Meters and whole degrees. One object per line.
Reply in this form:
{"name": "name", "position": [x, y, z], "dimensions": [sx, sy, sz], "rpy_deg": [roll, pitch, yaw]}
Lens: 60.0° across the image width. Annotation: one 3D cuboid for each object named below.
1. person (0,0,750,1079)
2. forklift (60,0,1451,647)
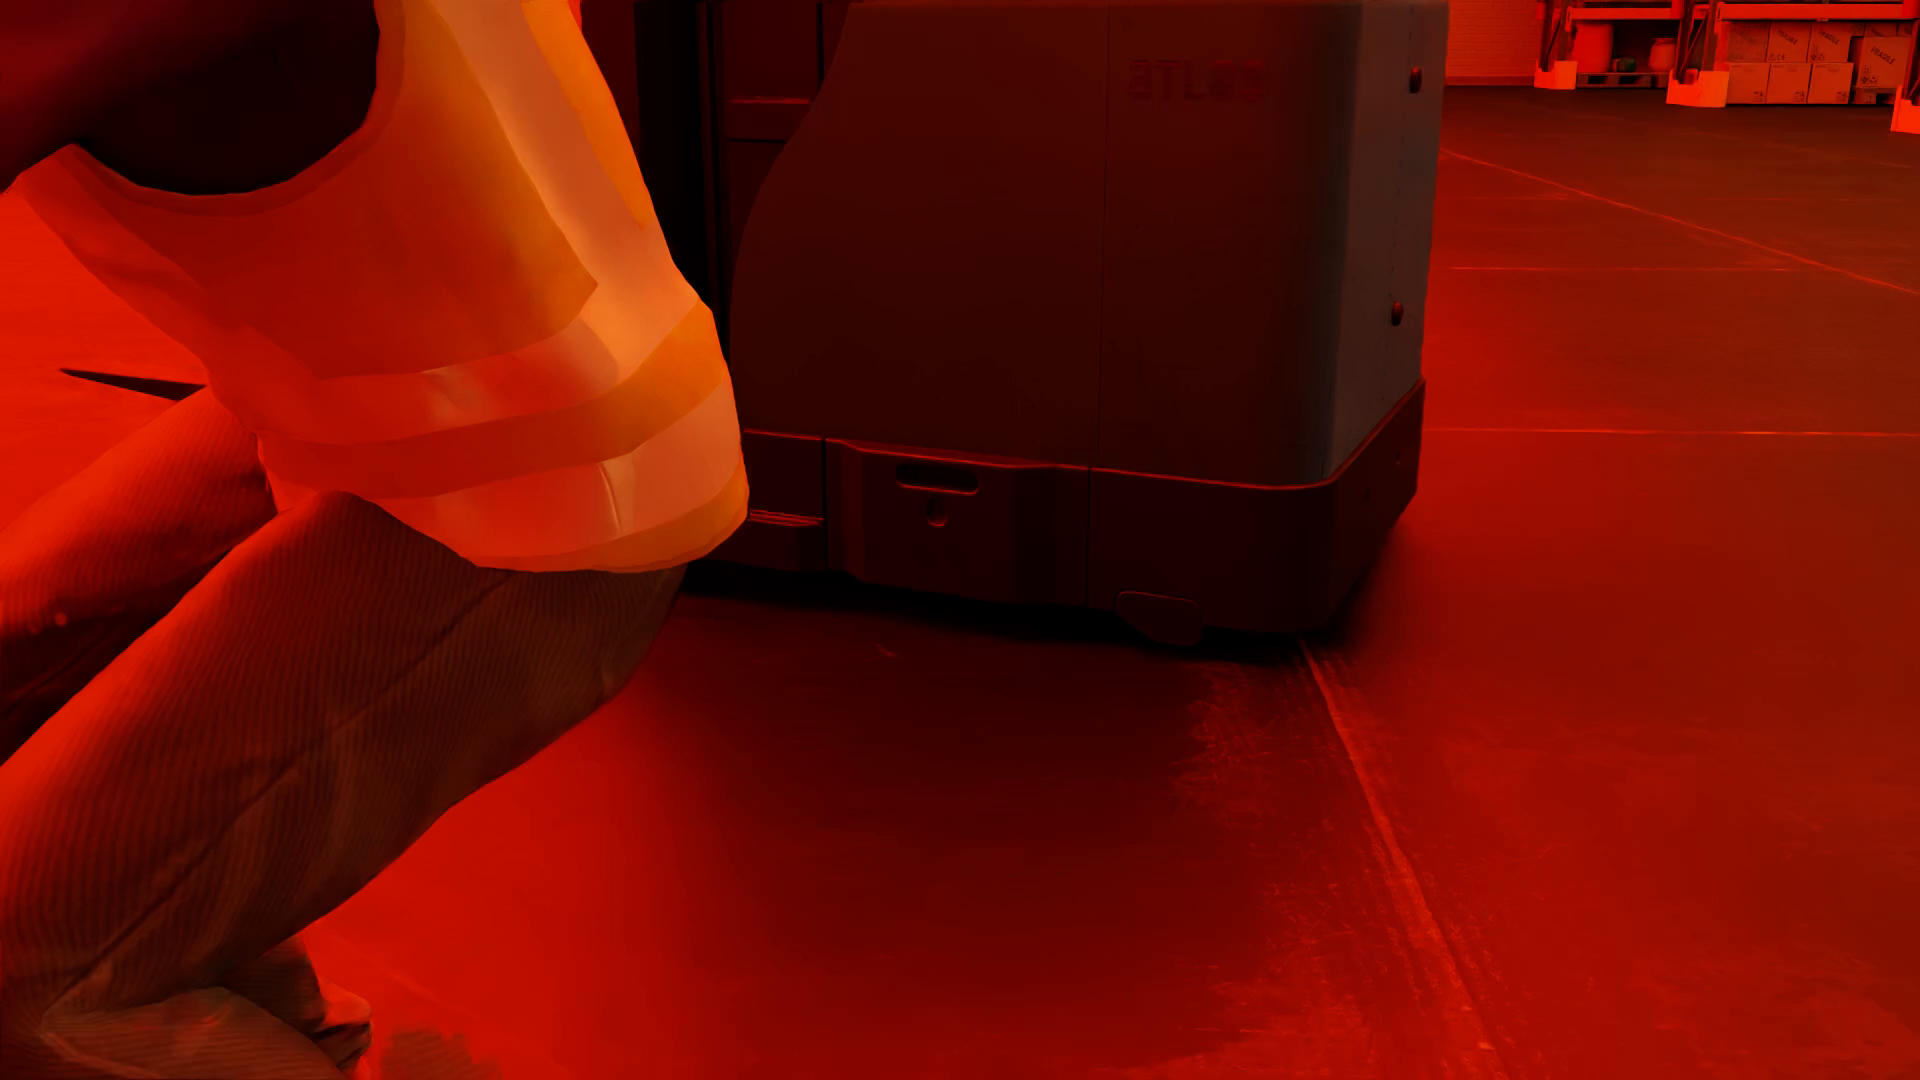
{"name": "person", "position": [-0.588, -0.041, 1.038], "dimensions": [0.914, 1.508, 0.844], "rpy_deg": [-9, 19, -26]}
{"name": "forklift", "position": [-0.610, -1.498, 3.253], "dimensions": [3.031, 2.935, 1.130], "rpy_deg": [8, 19, 23]}
